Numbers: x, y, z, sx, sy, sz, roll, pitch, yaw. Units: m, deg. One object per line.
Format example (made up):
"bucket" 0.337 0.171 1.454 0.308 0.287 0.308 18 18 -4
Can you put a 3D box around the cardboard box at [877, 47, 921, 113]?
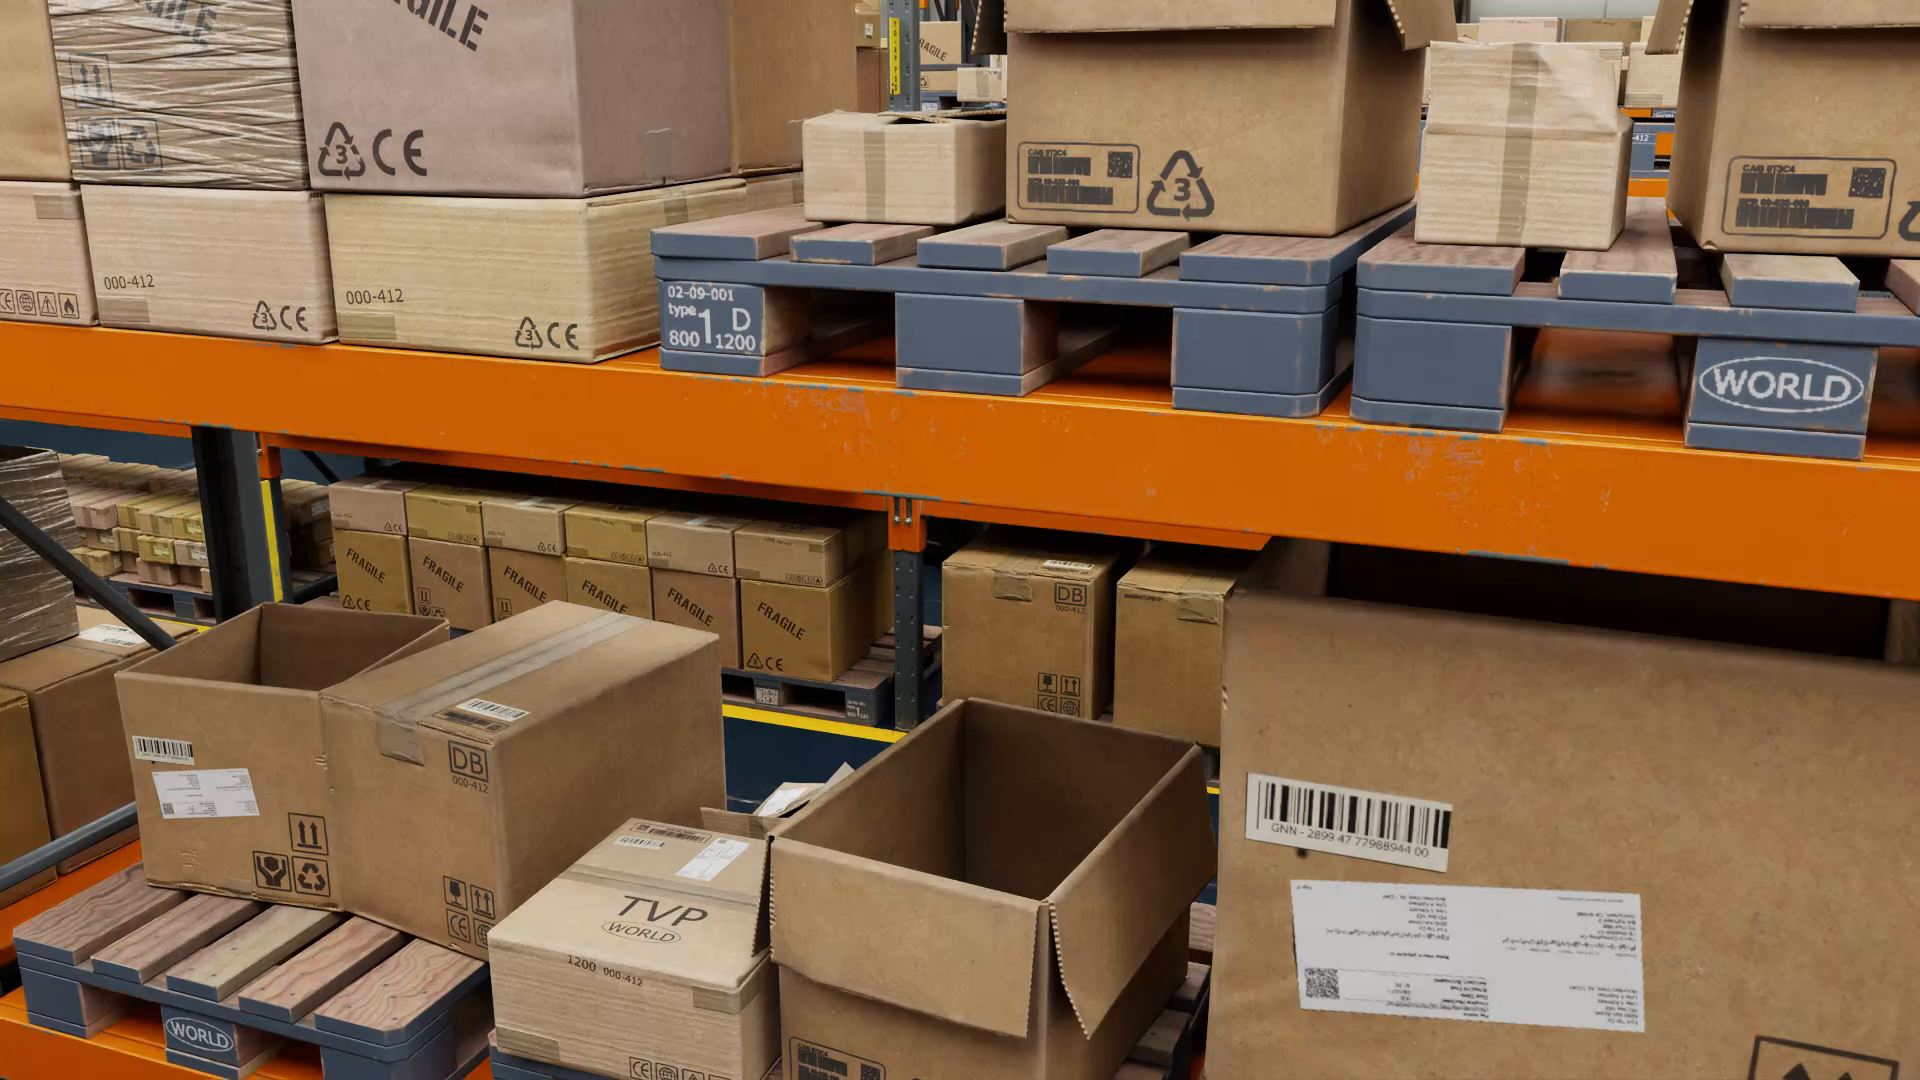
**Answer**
"cardboard box" -0.521 -2.218 8.376 0.500 0.500 0.500 6 17 21

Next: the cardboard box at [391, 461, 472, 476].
"cardboard box" -3.023 -0.362 9.927 0.500 0.250 0.500 6 17 19

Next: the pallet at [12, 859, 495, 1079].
"pallet" -1.299 0.811 3.844 1.003 0.211 1.213 6 17 21

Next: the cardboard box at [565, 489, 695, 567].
"cardboard box" -1.761 -0.071 8.922 0.500 0.250 0.500 7 17 22

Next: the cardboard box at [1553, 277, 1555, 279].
"cardboard box" 3.902 -1.972 11.622 0.500 0.500 0.500 7 18 23

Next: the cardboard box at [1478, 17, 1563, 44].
"cardboard box" 3.813 -3.423 11.322 0.500 0.250 0.500 7 17 22

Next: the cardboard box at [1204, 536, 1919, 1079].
"cardboard box" 1.032 0.475 2.827 1.000 1.000 1.000 6 17 21

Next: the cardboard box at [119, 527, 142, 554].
"cardboard box" -4.927 -0.035 10.241 0.250 0.149 0.380 6 17 21

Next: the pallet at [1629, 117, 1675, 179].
"pallet" 2.763 -1.623 6.847 1.217 0.209 0.805 6 17 18

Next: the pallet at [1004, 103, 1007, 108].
"pallet" 1.016 -3.299 12.614 1.003 0.211 1.213 7 18 23

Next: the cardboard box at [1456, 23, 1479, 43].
"cardboard box" 4.984 -4.681 15.926 0.500 0.500 0.500 7 17 22

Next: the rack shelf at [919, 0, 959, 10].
"rack shelf" 1.592 -5.732 17.287 4.000 0.370 1.077 6 17 21

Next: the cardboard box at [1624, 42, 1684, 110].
"cardboard box" 2.918 -1.842 6.595 0.500 0.250 0.500 6 17 21

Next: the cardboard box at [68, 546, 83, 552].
"cardboard box" -5.479 0.054 10.468 0.250 0.149 0.380 7 17 22

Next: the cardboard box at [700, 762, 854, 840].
"cardboard box" -0.351 0.637 3.587 0.258 0.266 0.396 6 17 19

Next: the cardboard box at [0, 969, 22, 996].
"cardboard box" -2.636 1.416 4.473 0.875 0.875 1.225 5 17 18

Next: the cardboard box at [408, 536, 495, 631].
"cardboard box" -2.726 0.185 9.386 0.500 0.500 0.500 7 18 23

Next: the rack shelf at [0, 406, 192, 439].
"rack shelf" -5.669 -0.871 10.583 4.000 0.370 1.077 6 17 21

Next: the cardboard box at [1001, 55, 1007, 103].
"cardboard box" 0.505 -2.119 7.439 0.500 0.311 0.500 6 17 21

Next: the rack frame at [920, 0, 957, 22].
"rack frame" -0.269 -6.475 17.835 0.127 3.000 1.000 6 17 21

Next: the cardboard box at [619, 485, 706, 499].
"cardboard box" -1.568 -0.203 9.378 0.500 0.250 0.500 6 17 21

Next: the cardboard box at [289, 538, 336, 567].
"cardboard box" -4.029 0.035 10.532 0.250 0.149 0.380 5 17 18

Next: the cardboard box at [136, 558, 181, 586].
"cardboard box" -4.779 0.145 10.153 0.250 0.149 0.380 6 17 19

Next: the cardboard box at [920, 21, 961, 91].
"cardboard box" -0.111 -3.692 12.698 0.500 0.500 0.500 6 17 21

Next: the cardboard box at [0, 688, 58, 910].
"cardboard box" -2.551 0.639 3.912 0.500 0.500 0.500 7 18 22

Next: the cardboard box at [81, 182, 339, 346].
"cardboard box" -1.180 -0.528 3.002 0.500 0.250 0.500 7 17 22

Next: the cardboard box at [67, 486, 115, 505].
"cardboard box" -5.475 -0.213 10.321 0.250 0.149 0.380 6 17 19

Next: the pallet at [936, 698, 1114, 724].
"pallet" 0.618 0.837 8.412 1.213 0.211 1.003 6 17 21

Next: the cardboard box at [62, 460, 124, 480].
"cardboard box" -5.751 -0.405 10.981 0.250 0.149 0.380 6 17 19

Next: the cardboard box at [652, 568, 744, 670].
"cardboard box" -1.277 0.343 8.843 0.500 0.500 0.500 7 18 23

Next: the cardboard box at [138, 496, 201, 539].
"cardboard box" -4.721 -0.138 10.063 0.250 0.149 0.380 6 17 20

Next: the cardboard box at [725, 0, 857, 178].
"cardboard box" -0.530 -0.967 3.168 0.500 0.500 0.500 7 17 22

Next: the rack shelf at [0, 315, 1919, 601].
"rack shelf" -0.141 -0.217 2.951 4.000 0.370 1.077 6 17 21

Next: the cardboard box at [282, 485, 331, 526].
"cardboard box" -4.053 -0.219 10.341 0.250 0.149 0.380 7 18 23

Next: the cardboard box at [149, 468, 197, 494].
"cardboard box" -4.999 -0.344 10.770 0.250 0.149 0.380 7 17 22

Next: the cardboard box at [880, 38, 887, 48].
"cardboard box" -0.826 -5.334 18.126 0.500 0.250 0.500 6 17 21

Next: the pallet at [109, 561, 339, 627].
"pallet" -4.446 0.268 10.372 1.213 0.211 1.003 6 17 21

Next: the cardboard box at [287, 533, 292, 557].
"cardboard box" -4.218 0.063 9.903 0.250 0.149 0.380 7 17 22

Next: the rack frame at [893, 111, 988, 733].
"rack frame" -0.088 -0.602 8.369 0.127 3.000 1.000 6 17 21

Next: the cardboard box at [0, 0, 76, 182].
"cardboard box" -1.659 -0.940 3.076 0.500 0.500 0.500 6 17 21

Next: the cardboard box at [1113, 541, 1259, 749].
"cardboard box" 1.260 0.450 8.024 0.750 0.750 1.050 7 17 21

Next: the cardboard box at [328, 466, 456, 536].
"cardboard box" -3.218 -0.229 9.467 0.500 0.250 0.500 5 17 18

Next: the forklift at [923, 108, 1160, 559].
"forklift" 0.487 -1.281 10.828 3.031 2.935 1.130 12 20 36

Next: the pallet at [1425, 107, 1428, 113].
"pallet" 3.855 -3.034 11.700 1.003 0.211 1.213 6 17 21

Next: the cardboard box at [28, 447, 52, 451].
"cardboard box" -6.444 -0.517 11.366 0.250 0.149 0.380 6 17 19

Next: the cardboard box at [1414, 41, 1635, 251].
"cardboard box" 0.808 -0.565 2.348 0.258 0.266 0.396 7 18 23

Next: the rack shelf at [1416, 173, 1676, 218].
"rack shelf" 1.773 -1.493 7.346 4.000 0.370 1.077 6 17 21
